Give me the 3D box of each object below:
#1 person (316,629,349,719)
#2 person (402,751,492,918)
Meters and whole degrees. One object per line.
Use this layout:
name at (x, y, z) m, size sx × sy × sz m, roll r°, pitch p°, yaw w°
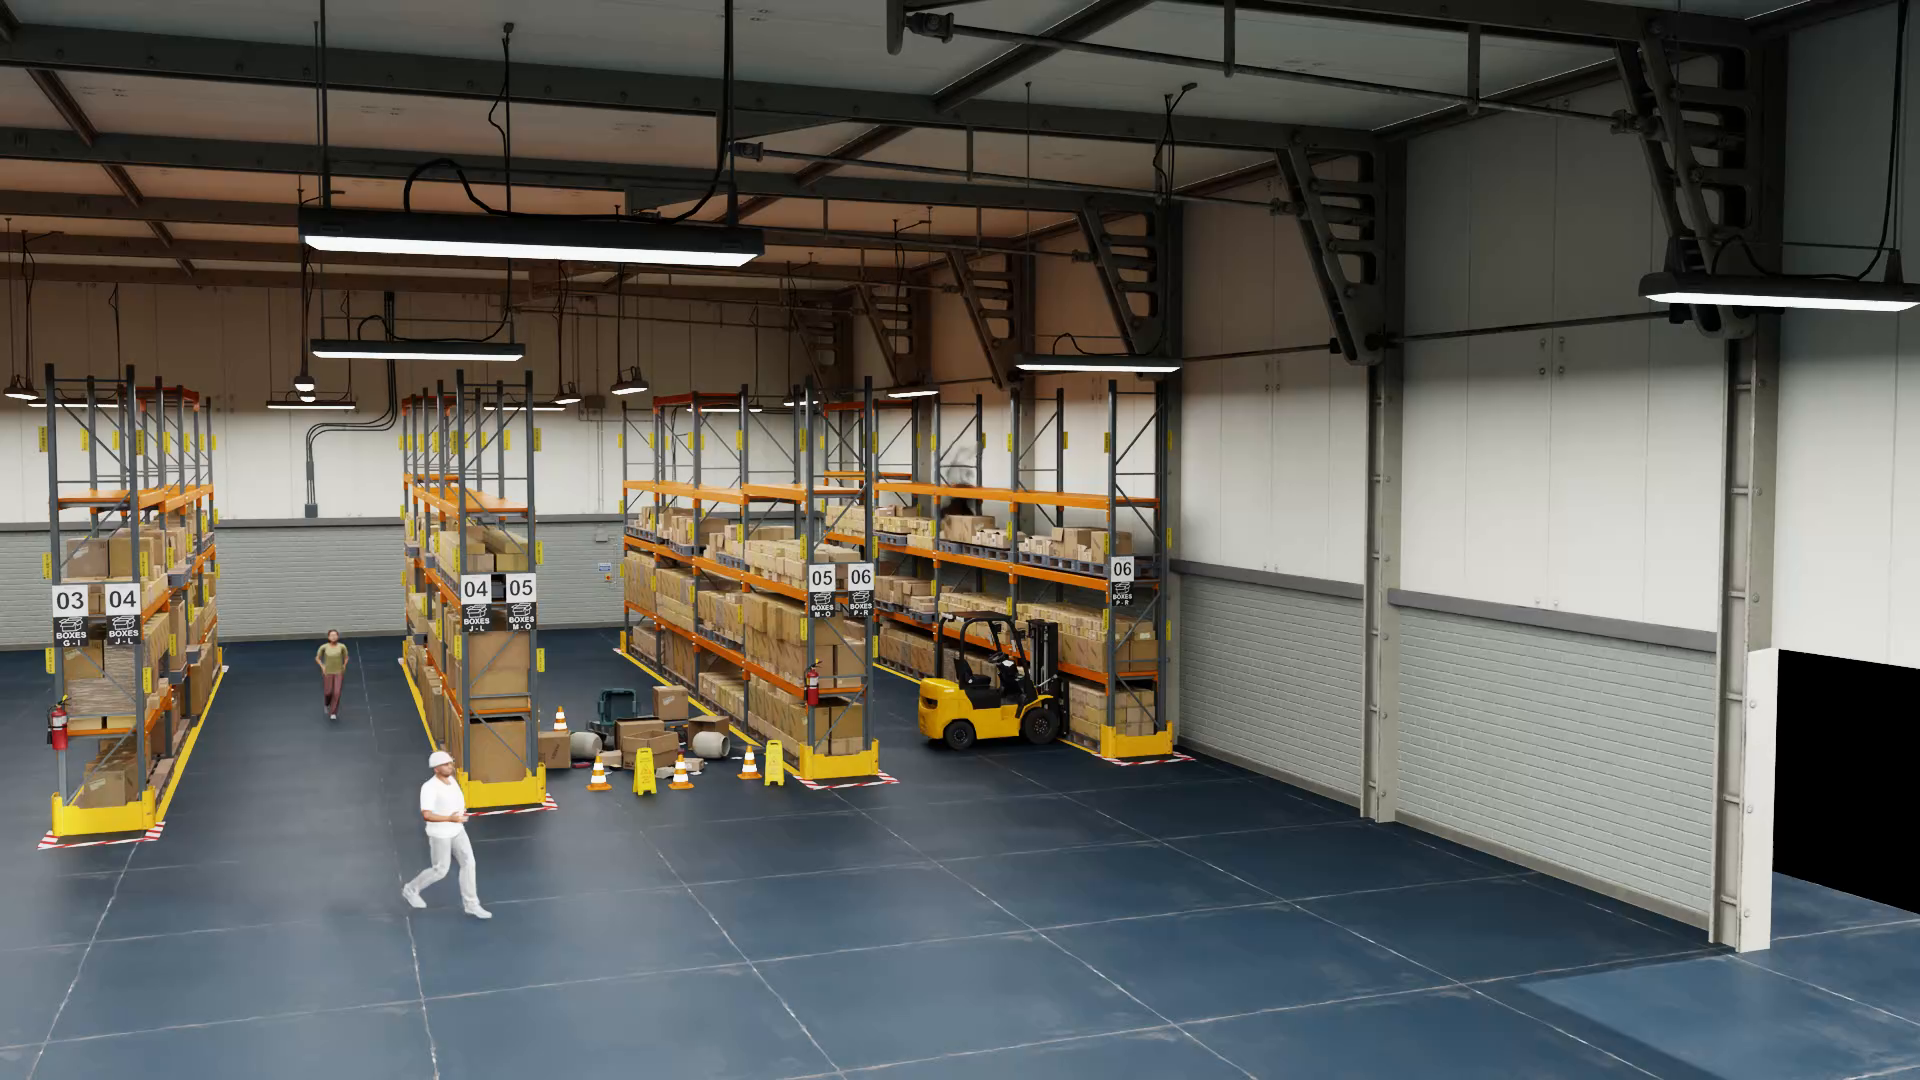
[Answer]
person at (-11.356, 2.425, 30.138) m, size 0.563 × 1.624 × 0.533 m, roll -2°, pitch 4°, yaw -27°
person at (-5.416, 3.098, 17.535) m, size 0.979 × 1.765 × 0.711 m, roll 1°, pitch 3°, yaw 16°
